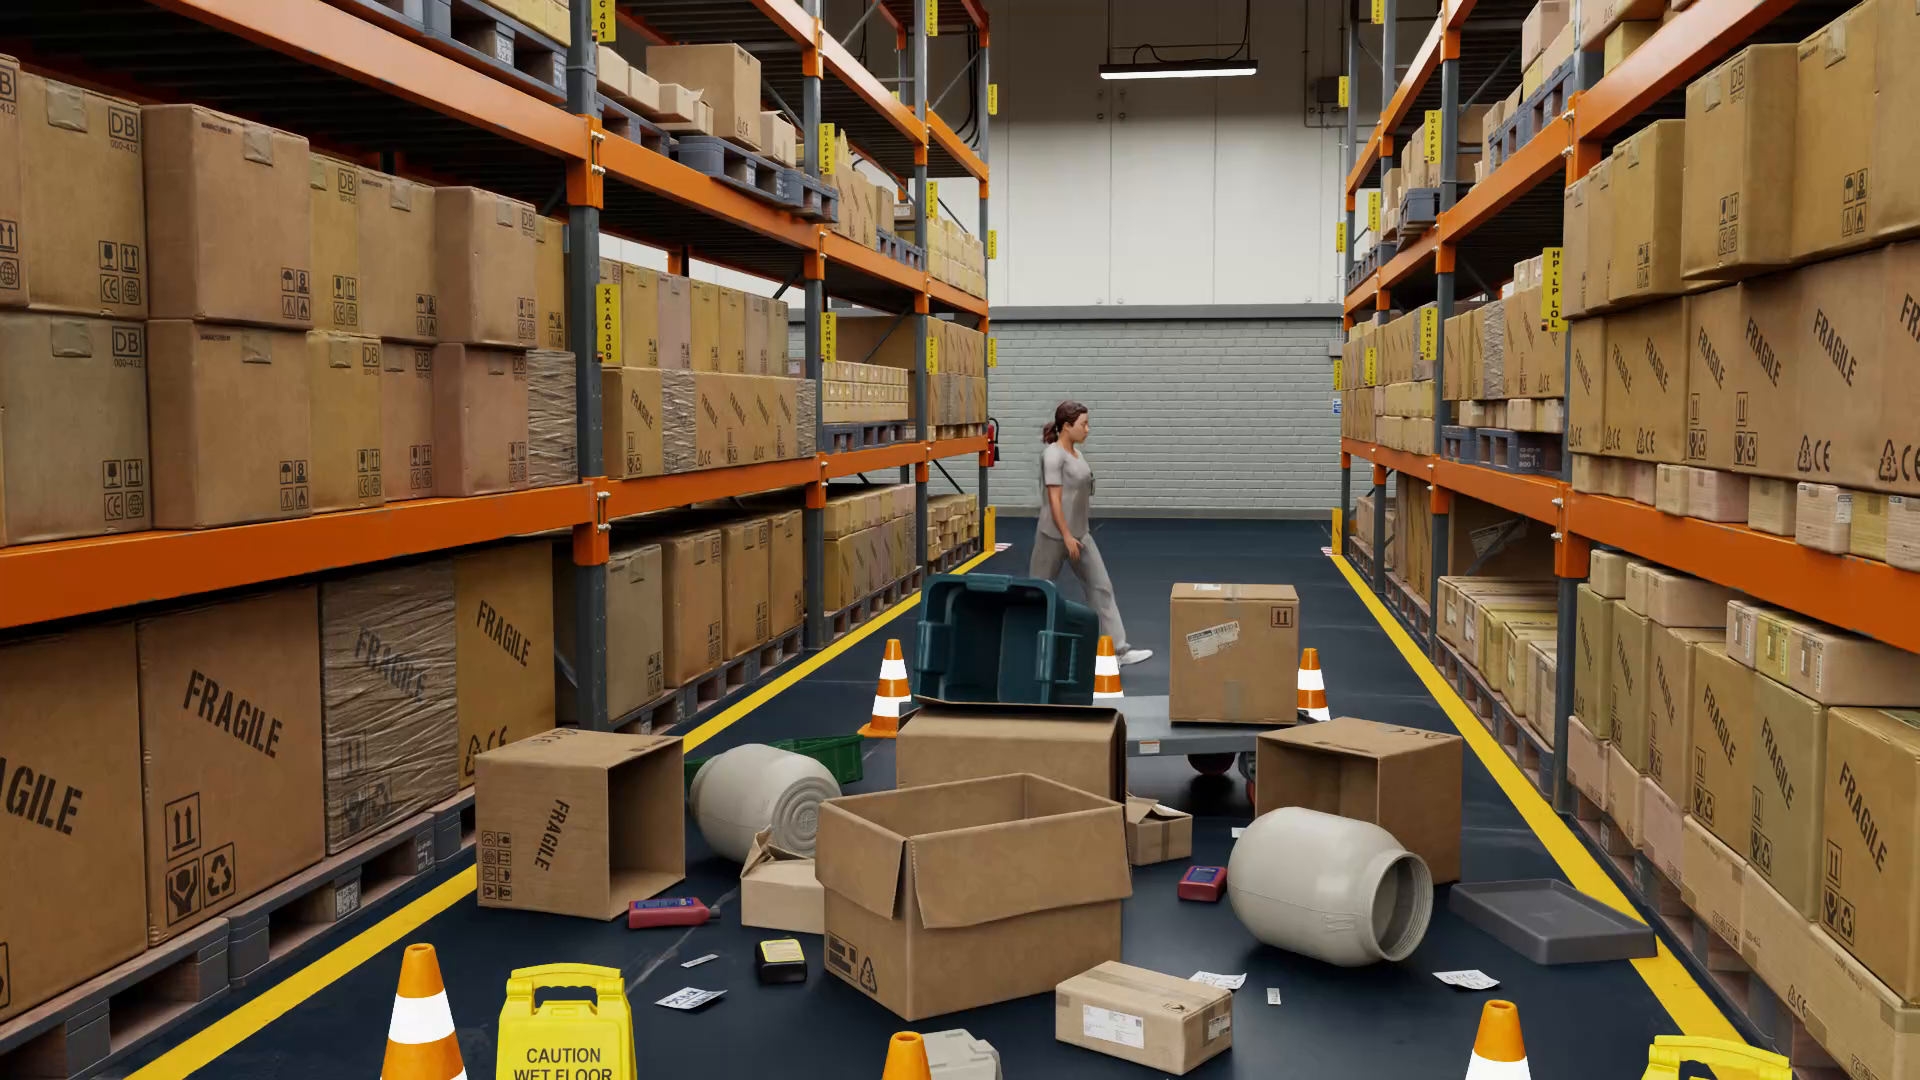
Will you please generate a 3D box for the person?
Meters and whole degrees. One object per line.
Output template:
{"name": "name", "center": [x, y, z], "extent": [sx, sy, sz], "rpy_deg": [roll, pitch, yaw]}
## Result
{"name": "person", "center": [0.674, -0.030, 10.101], "extent": [0.959, 1.630, 0.436], "rpy_deg": [4, 6, 39]}
